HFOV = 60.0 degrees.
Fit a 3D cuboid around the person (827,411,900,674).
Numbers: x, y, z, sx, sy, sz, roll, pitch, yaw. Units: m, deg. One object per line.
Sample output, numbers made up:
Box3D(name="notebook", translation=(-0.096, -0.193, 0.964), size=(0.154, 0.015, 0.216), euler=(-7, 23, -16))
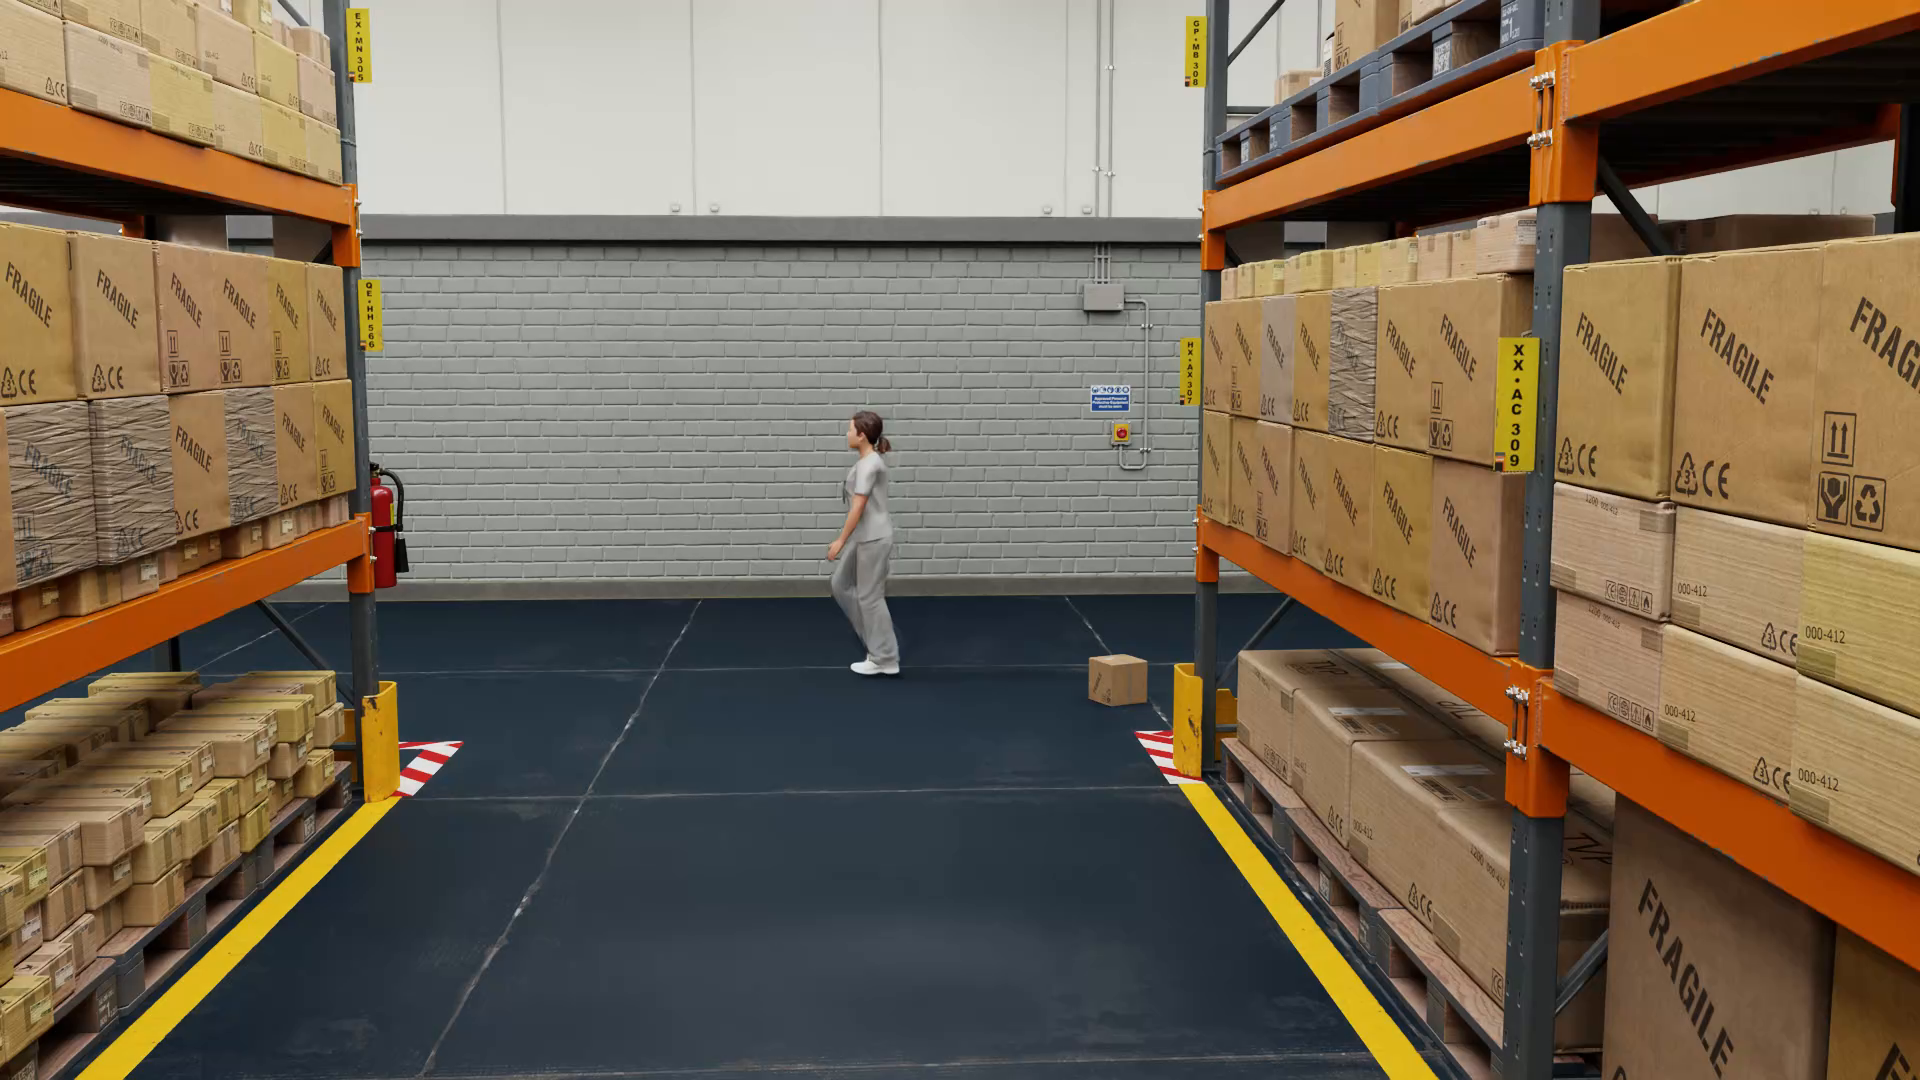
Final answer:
Box3D(name="person", translation=(-0.603, 0.030, 10.466), size=(0.449, 1.685, 0.493), euler=(0, 7, 0))
